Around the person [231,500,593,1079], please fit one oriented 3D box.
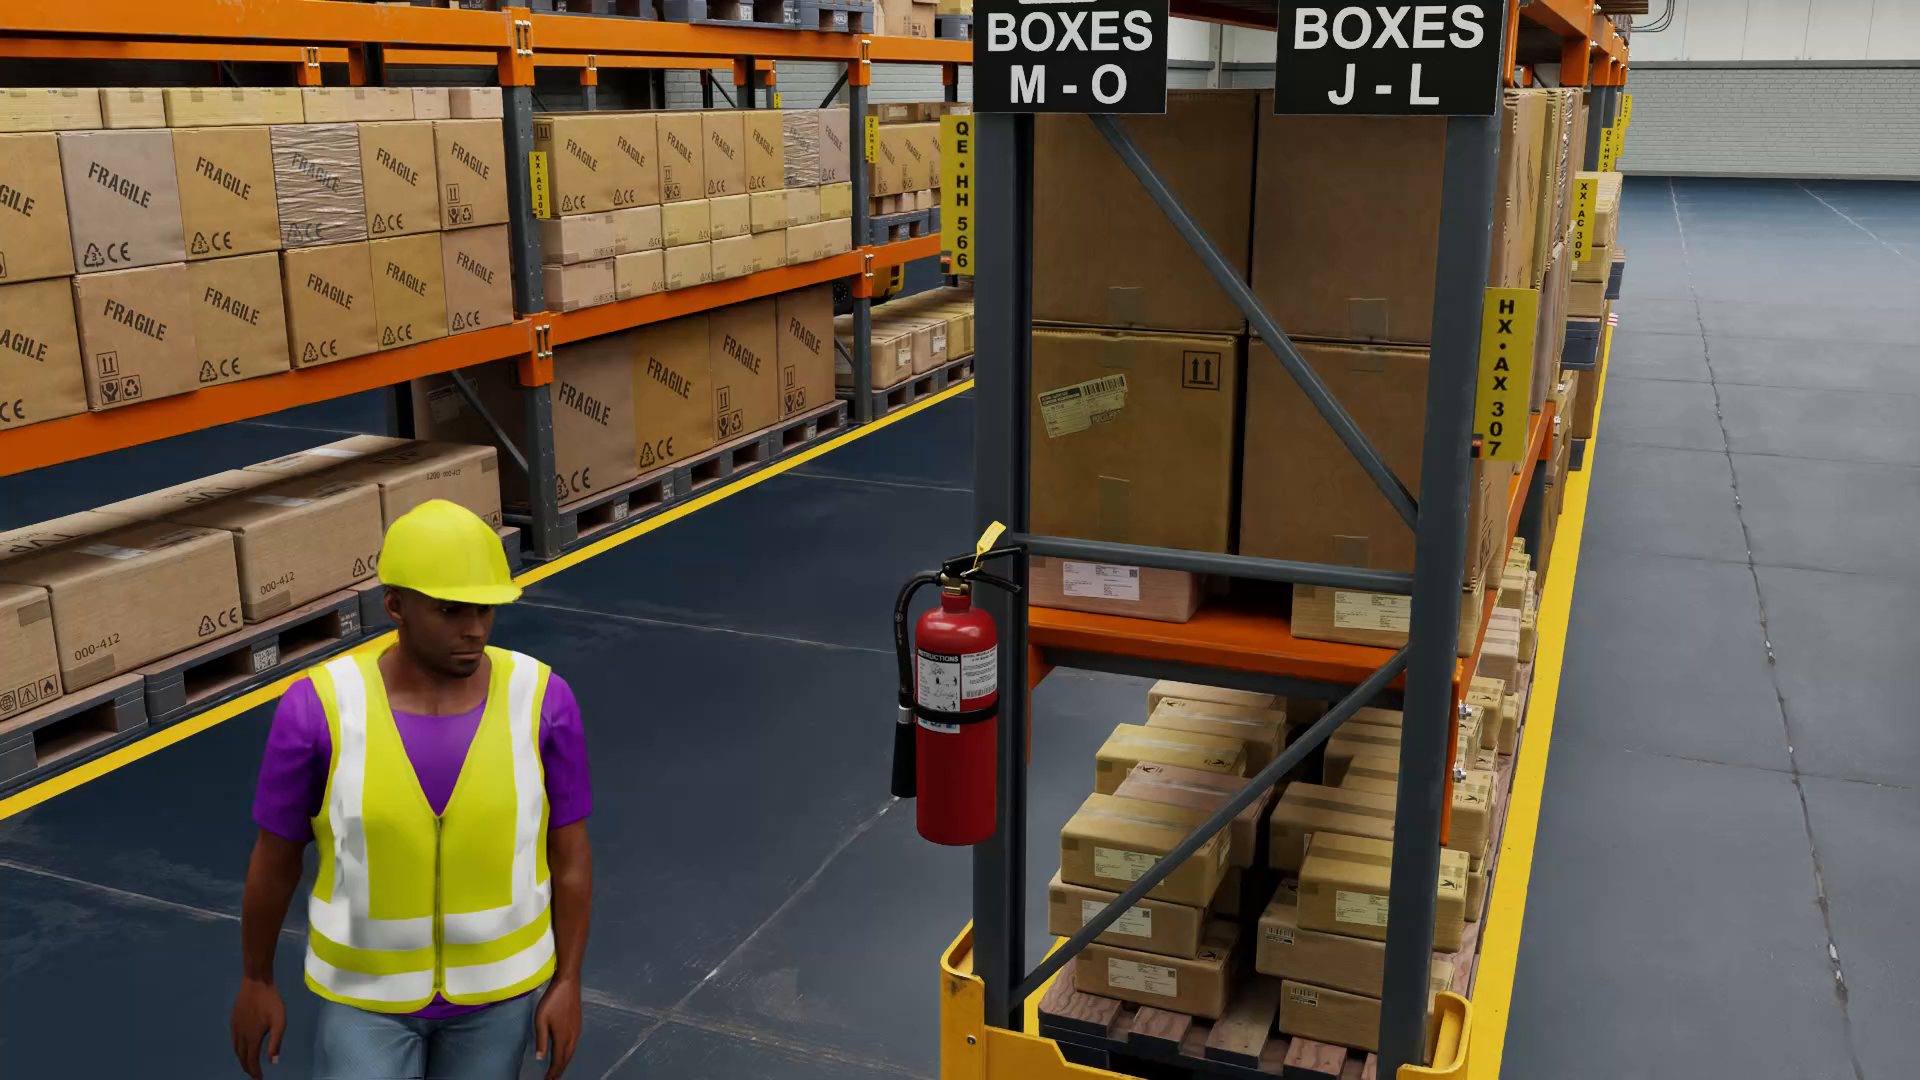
[{"bbox_3d":[-0.953,0.808,2.954,0.654,1.754,0.460,-6,16,-20],"label":"person"}]
